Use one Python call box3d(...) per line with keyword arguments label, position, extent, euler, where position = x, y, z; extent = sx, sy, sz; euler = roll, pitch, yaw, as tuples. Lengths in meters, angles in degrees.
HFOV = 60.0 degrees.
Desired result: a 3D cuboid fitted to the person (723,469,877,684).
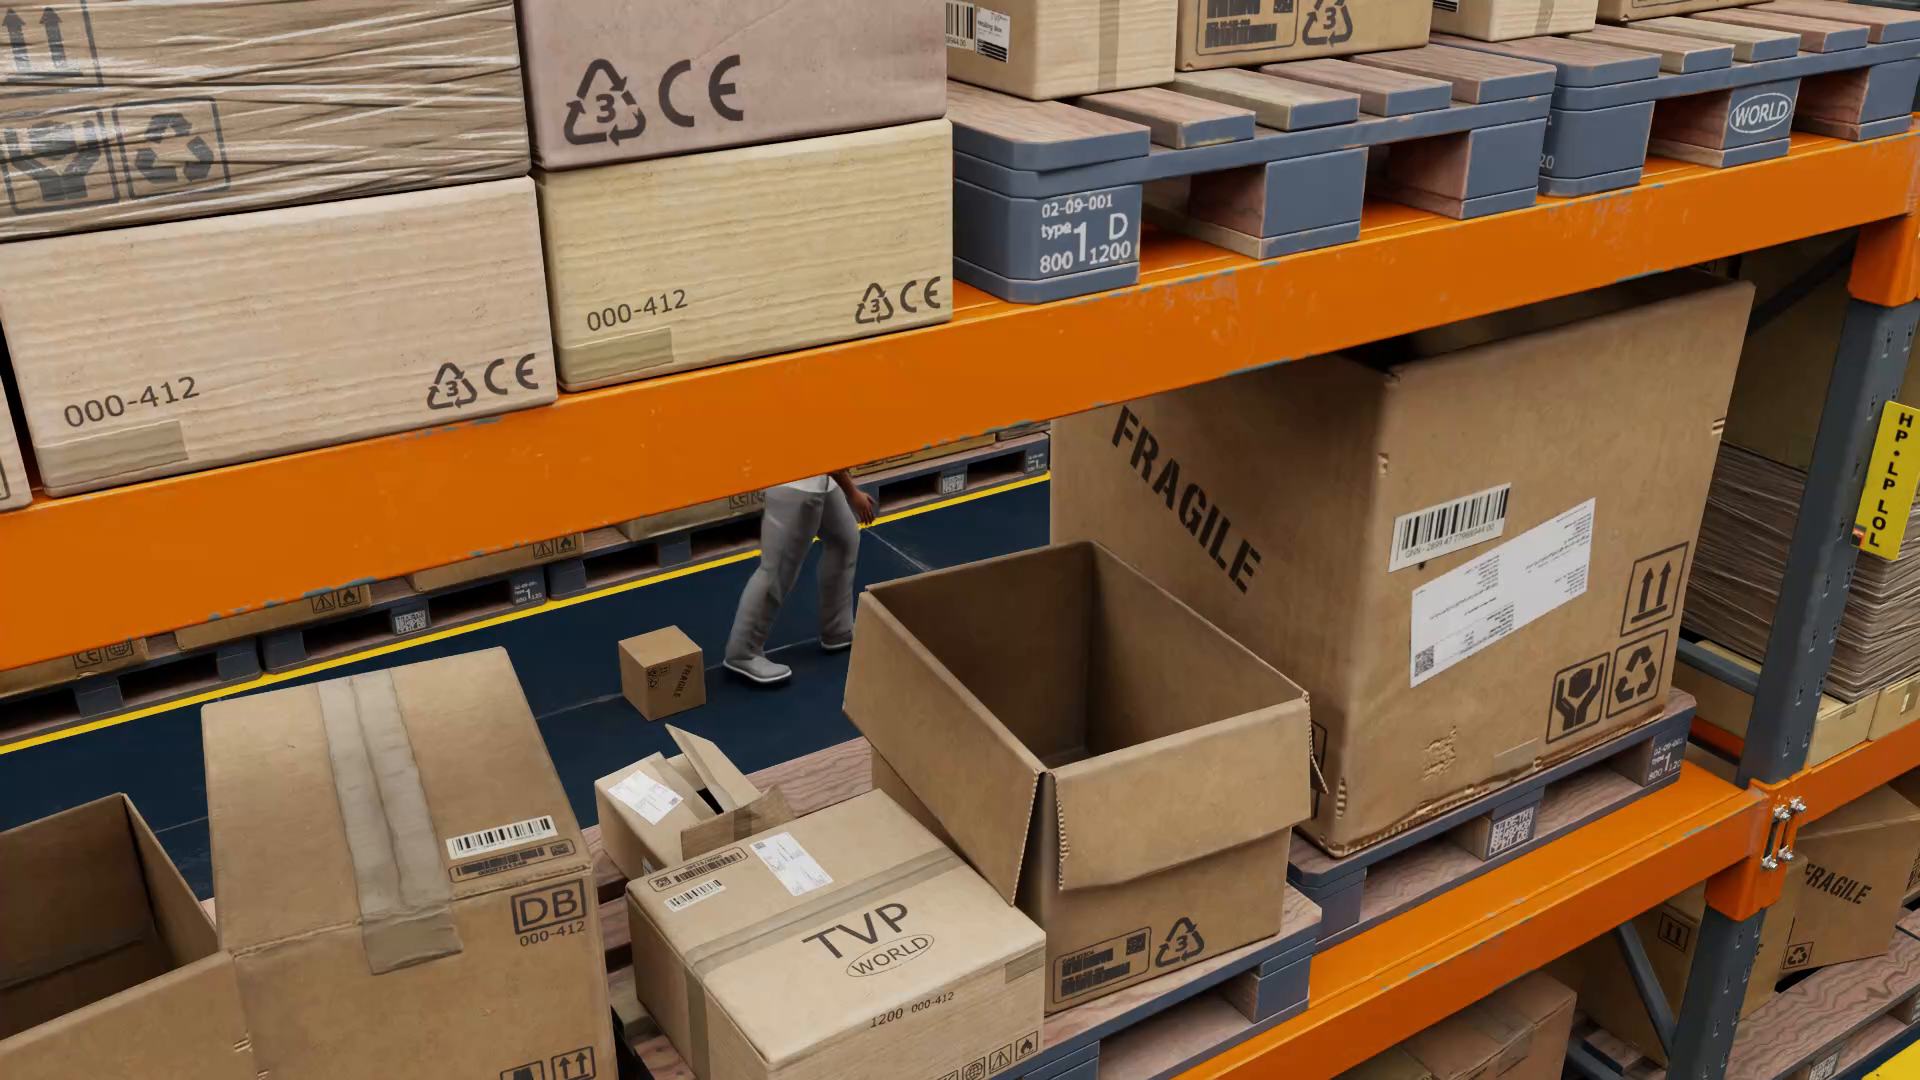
box3d(label="person", position=(-0.641, -0.243, 6.609), extent=(0.694, 1.645, 0.570), euler=(-4, 26, -7))
